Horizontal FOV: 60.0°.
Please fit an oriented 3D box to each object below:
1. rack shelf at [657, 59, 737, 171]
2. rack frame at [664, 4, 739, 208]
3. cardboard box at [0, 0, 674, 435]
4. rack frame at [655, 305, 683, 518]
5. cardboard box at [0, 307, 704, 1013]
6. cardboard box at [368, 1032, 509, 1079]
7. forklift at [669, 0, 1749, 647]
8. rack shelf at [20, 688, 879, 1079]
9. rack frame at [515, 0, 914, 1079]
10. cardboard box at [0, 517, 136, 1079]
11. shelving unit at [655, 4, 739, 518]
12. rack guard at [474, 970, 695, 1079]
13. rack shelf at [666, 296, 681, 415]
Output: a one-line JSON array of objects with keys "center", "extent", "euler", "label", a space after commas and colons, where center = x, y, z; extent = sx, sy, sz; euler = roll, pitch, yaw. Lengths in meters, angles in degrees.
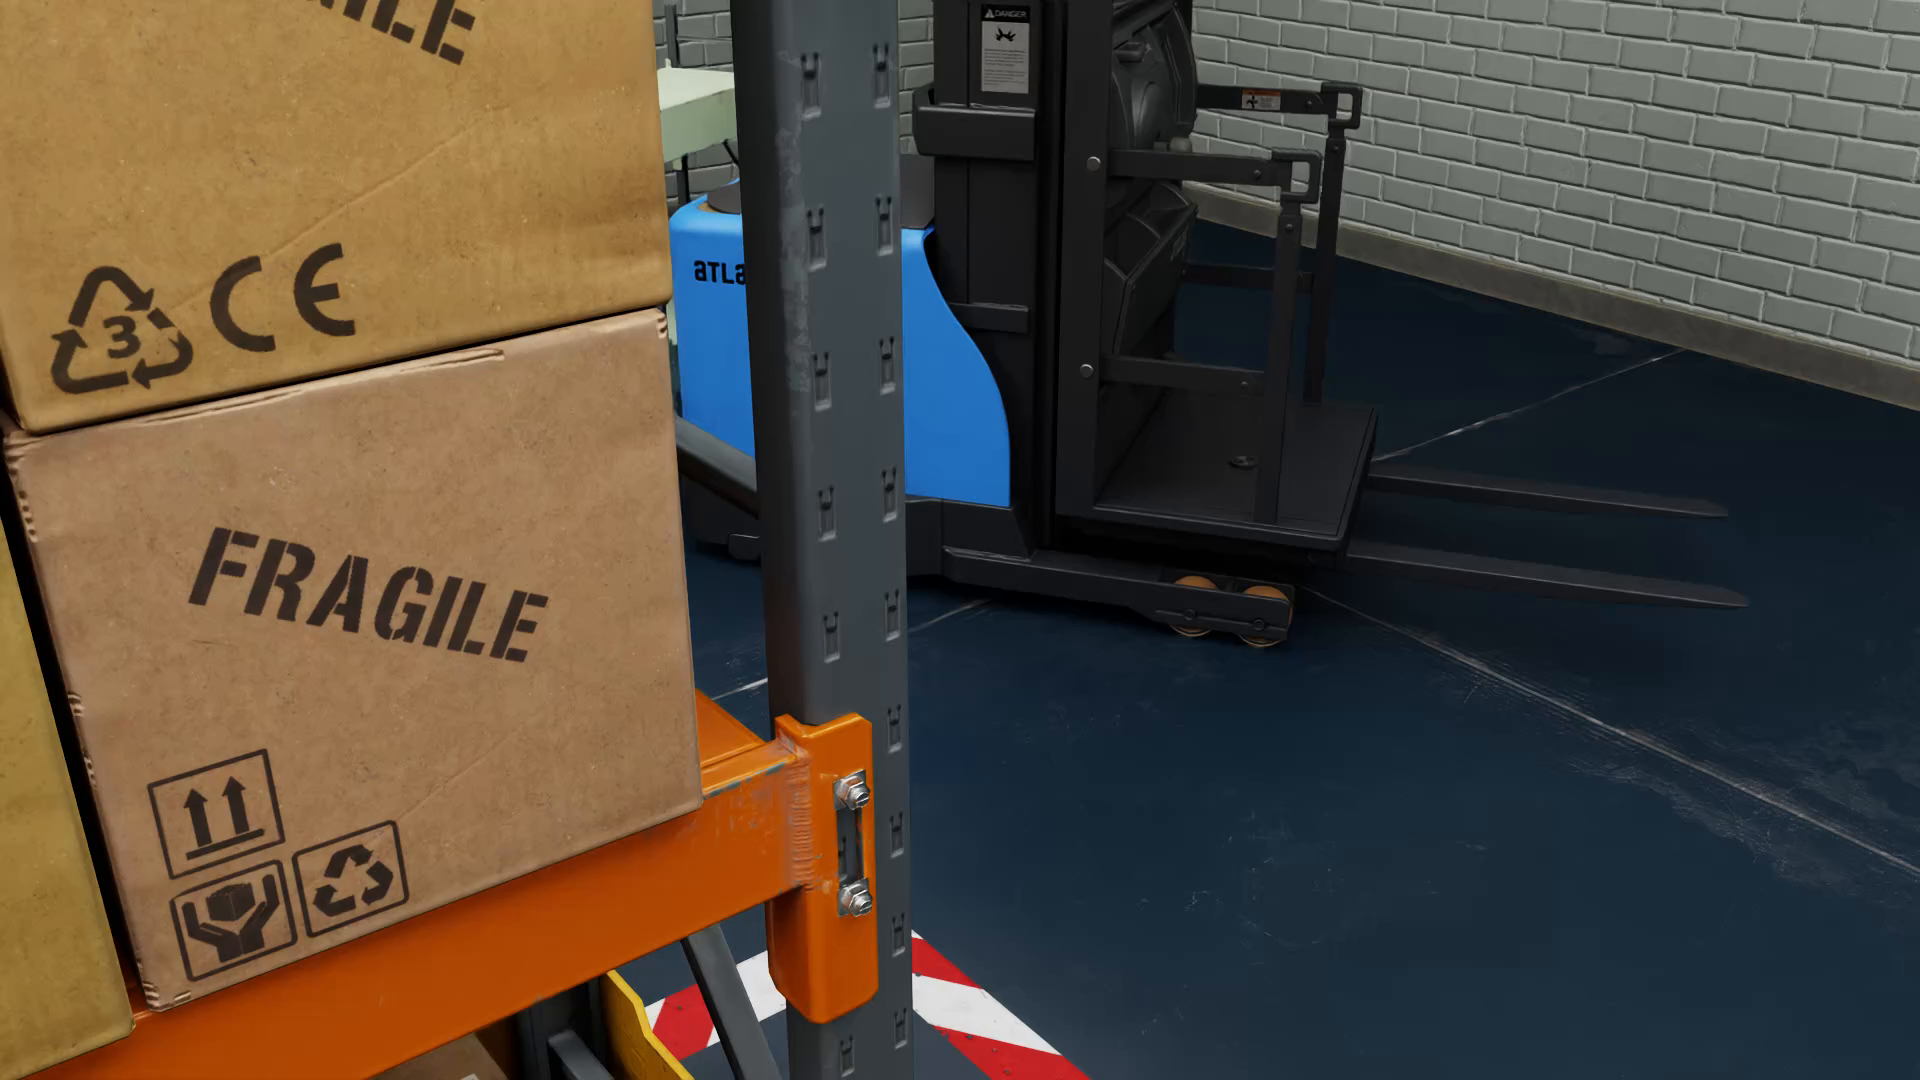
[{"center": [-0.941, -1.276, 5.290], "extent": [0.431, 0.370, 0.720], "euler": [11, 27, 22], "label": "rack shelf"}, {"center": [-0.793, -1.063, 5.758], "extent": [0.400, 1.500, 0.023], "euler": [11, 27, 22], "label": "rack frame"}, {"center": [-0.588, -0.442, 1.332], "extent": [0.500, 0.500, 0.500], "euler": [-19, 31, -34], "label": "cardboard box"}, {"center": [-1.089, -0.781, 5.150], "extent": [0.400, 1.500, 0.023], "euler": [11, 27, 22], "label": "rack frame"}, {"center": [-0.592, 0.012, 1.543], "extent": [0.500, 0.500, 0.500], "euler": [-17, 30, -32], "label": "cardboard box"}, {"center": [-0.684, 1.008, 1.962], "extent": [0.500, 0.500, 0.500], "euler": [-18, 31, -34], "label": "cardboard box"}, {"center": [0.726, -1.284, 4.535], "extent": [3.031, 2.935, 1.130], "euler": [8, 26, 16], "label": "forklift"}, {"center": [-1.982, 0.696, 1.041], "extent": [4.000, 0.370, 1.077], "euler": [-18, 31, -34], "label": "rack shelf"}, {"center": [-0.410, -0.151, 2.011], "extent": [0.053, 2.616, 0.949], "euler": [-18, 31, -34], "label": "rack frame"}, {"center": [-0.999, 0.148, 1.250], "extent": [0.500, 0.500, 0.500], "euler": [-18, 30, -34], "label": "cardboard box"}, {"center": [-0.941, -0.922, 5.454], "extent": [0.431, 1.500, 0.755], "euler": [11, 27, 22], "label": "shelving unit"}, {"center": [-0.468, 1.004, 2.493], "extent": [0.348, 0.500, 1.175], "euler": [-18, 31, -34], "label": "rack guard"}, {"center": [-0.941, -0.626, 5.591], "extent": [0.431, 0.370, 0.720], "euler": [11, 27, 22], "label": "rack shelf"}]
